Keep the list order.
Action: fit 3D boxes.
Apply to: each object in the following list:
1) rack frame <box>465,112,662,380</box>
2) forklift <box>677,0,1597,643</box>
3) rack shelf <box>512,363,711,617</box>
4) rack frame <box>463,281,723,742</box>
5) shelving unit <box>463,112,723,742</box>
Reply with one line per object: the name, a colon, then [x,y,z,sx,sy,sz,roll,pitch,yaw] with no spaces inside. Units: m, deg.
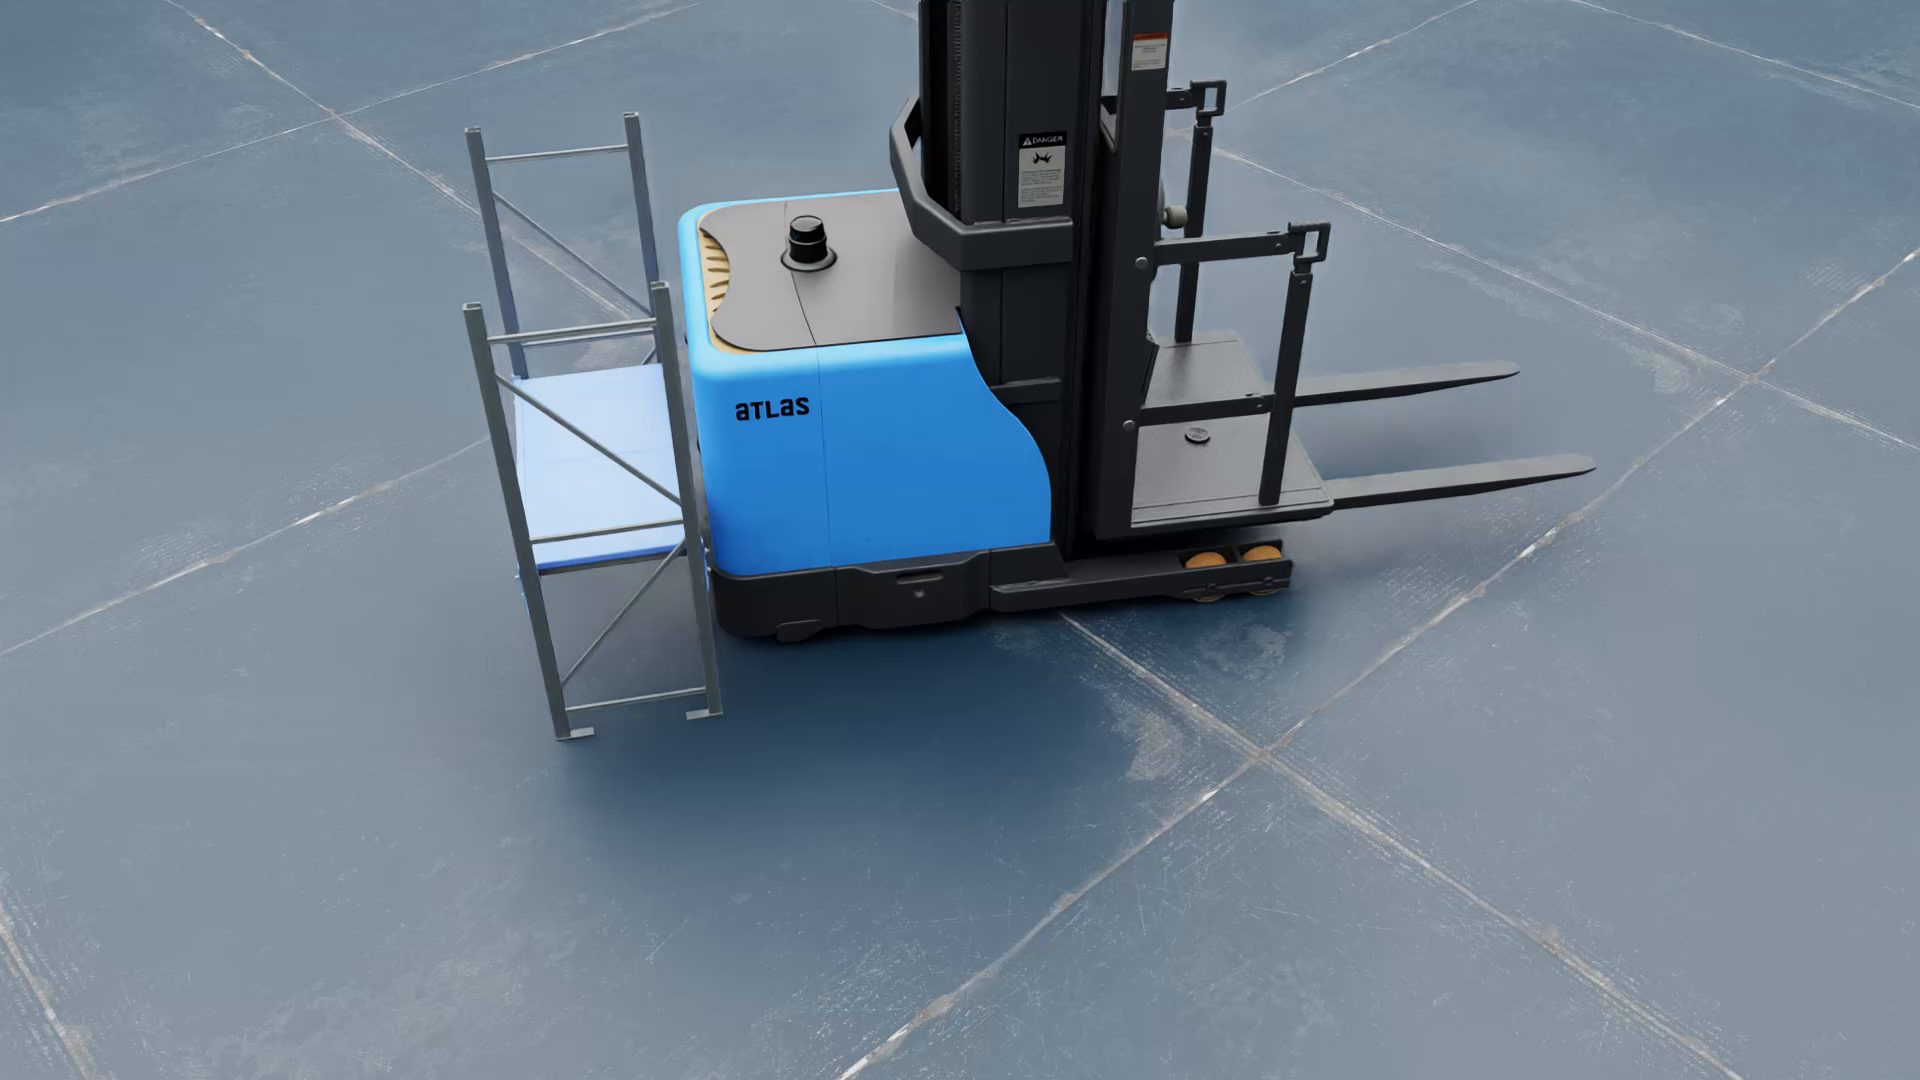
rack frame: [-1.196,-0.645,5.354,0.500,1.500,0.032,-8,40,-10]
forklift: [0.640,-1.257,4.973,3.031,2.935,1.130,-6,39,-8]
rack shelf: [-1.084,-0.193,5.081,0.538,0.185,1.000,-8,40,-10]
rack frame: [-0.972,-0.022,4.583,0.500,1.500,0.032,-8,40,-10]
shelving unit: [-1.084,-0.333,4.968,0.538,1.500,1.048,-8,40,-10]
